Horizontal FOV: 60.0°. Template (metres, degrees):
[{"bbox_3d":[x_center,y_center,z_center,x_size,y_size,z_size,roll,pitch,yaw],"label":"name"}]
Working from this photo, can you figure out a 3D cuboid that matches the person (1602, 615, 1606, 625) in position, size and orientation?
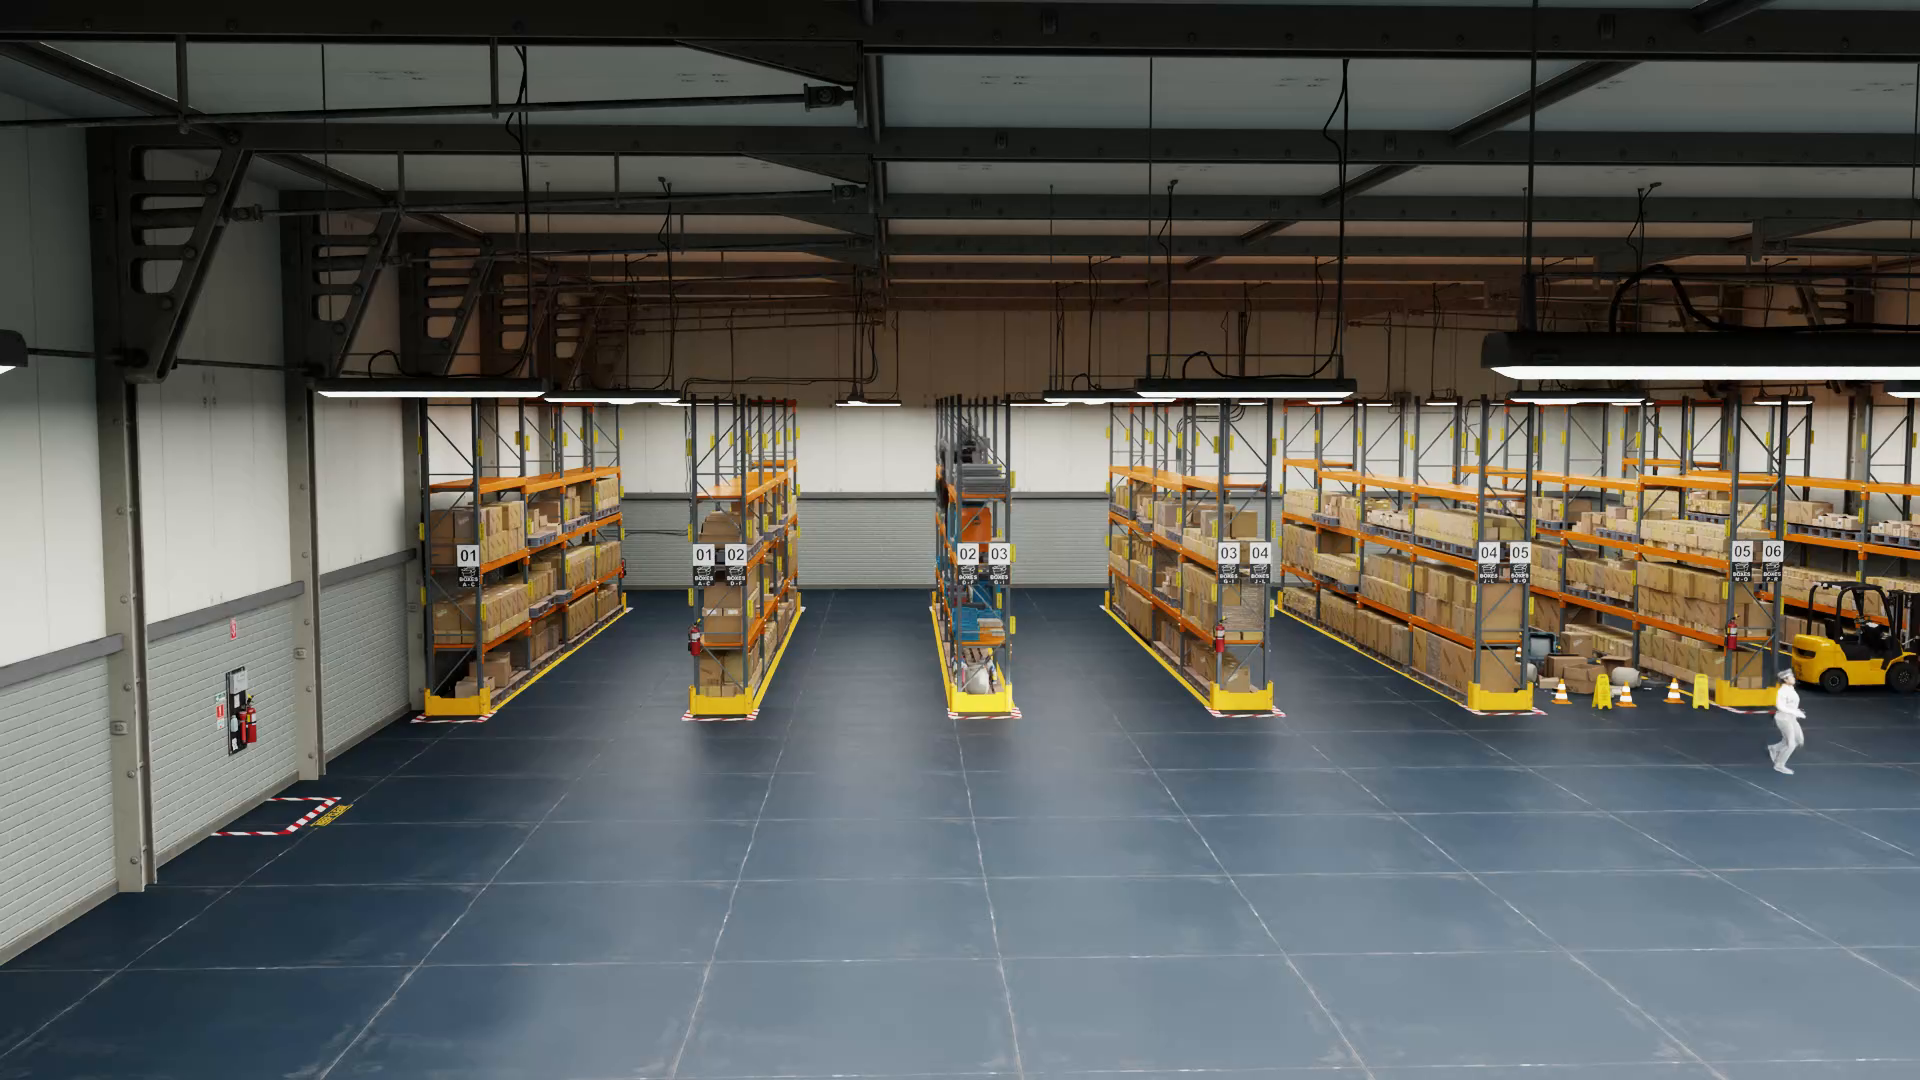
[{"bbox_3d":[16.338,1.499,42.519,0.620,1.825,0.833,-1,5,-11],"label":"person"}]

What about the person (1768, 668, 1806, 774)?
[{"bbox_3d":[13.047,2.836,26.203,0.561,1.664,0.502,4,6,40],"label":"person"}]

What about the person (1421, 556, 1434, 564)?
[{"bbox_3d":[13.889,0.989,49.296,0.618,1.717,0.673,0,4,1],"label":"person"}]

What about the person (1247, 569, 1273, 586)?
[{"bbox_3d":[8.051,1.322,44.787,0.735,1.734,0.825,1,5,7],"label":"person"}]
